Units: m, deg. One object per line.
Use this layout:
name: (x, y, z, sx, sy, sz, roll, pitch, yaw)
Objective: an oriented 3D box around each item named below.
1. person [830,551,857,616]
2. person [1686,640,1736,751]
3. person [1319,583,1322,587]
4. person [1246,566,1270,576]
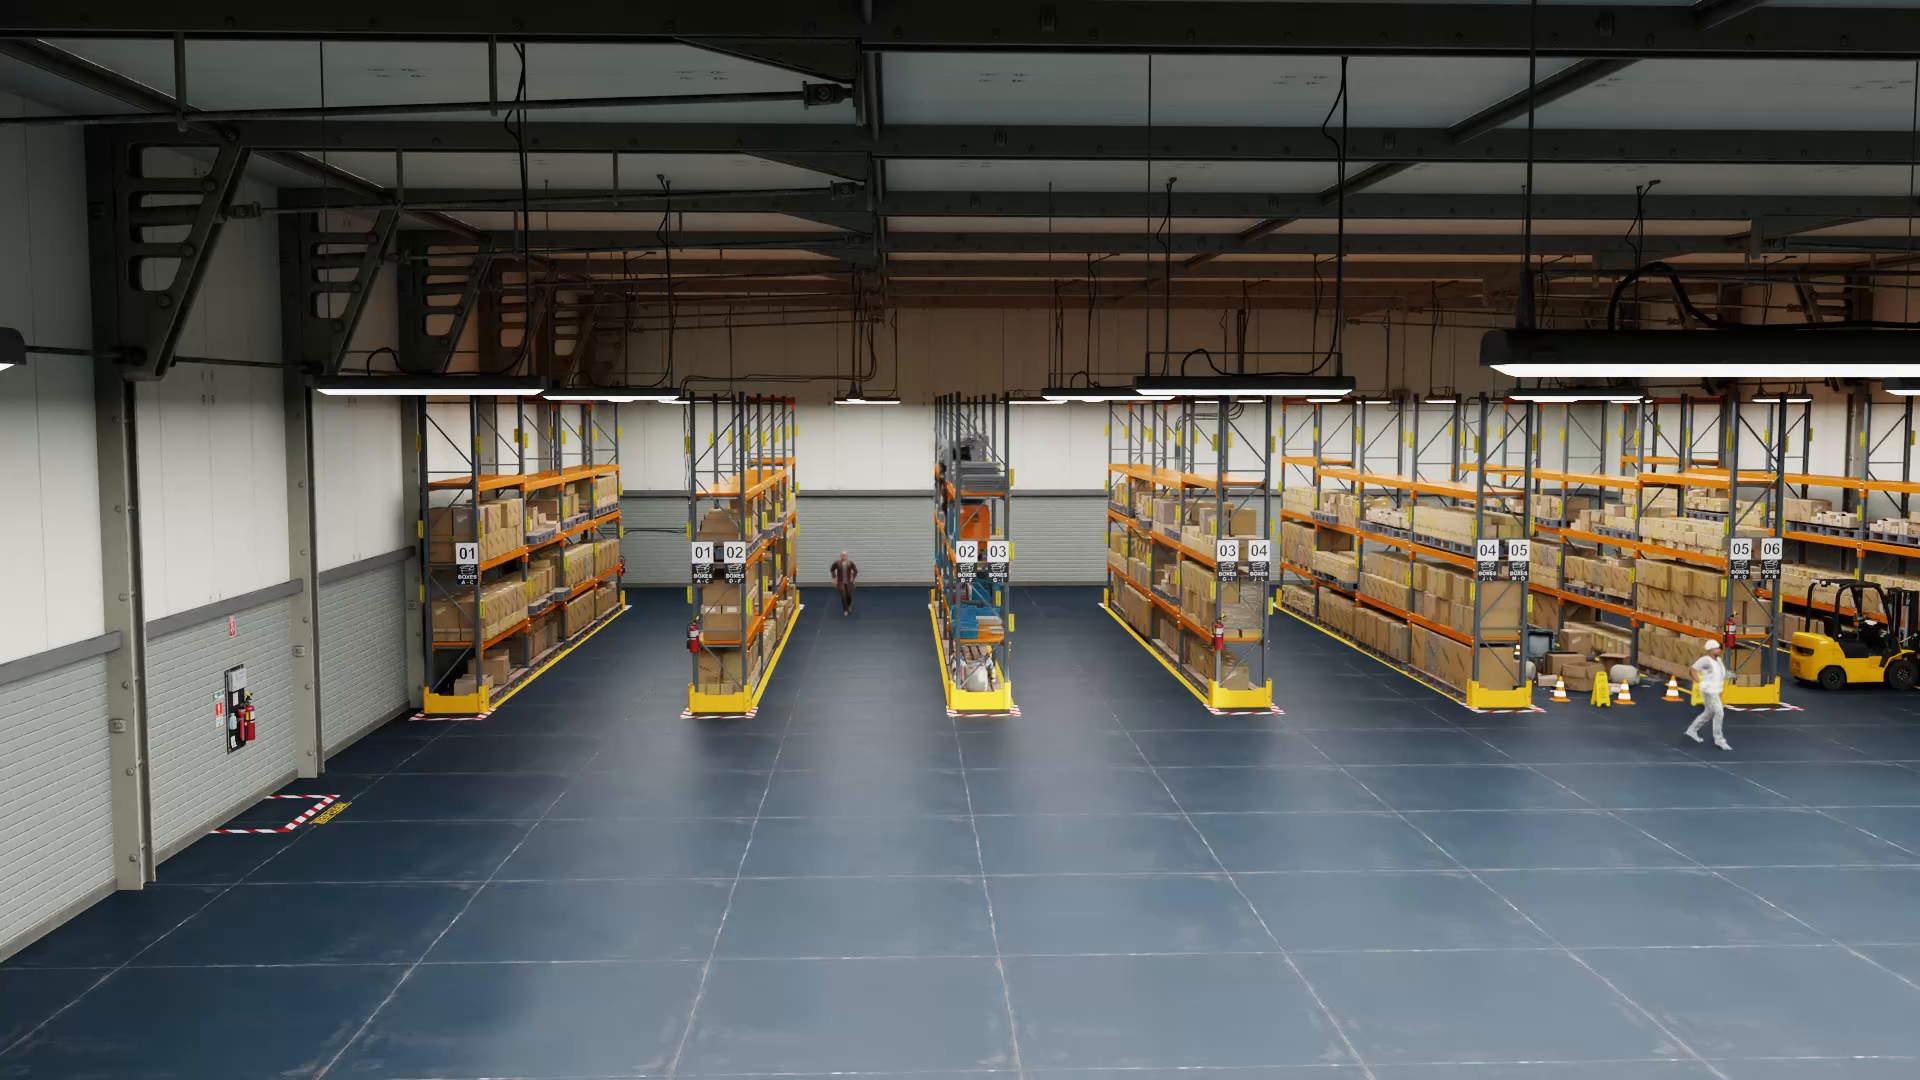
person: (-3.196, 1.189, 45.785, 0.757, 1.765, 0.803, -1, 5, -8)
person: (12.632, 2.583, 27.974, 0.818, 1.818, 0.667, 4, 6, 43)
person: (10.604, 0.954, 49.378, 0.681, 1.699, 0.553, -2, 5, -24)
person: (8.054, 1.205, 44.990, 0.661, 1.765, 1.003, 0, 5, -2)
